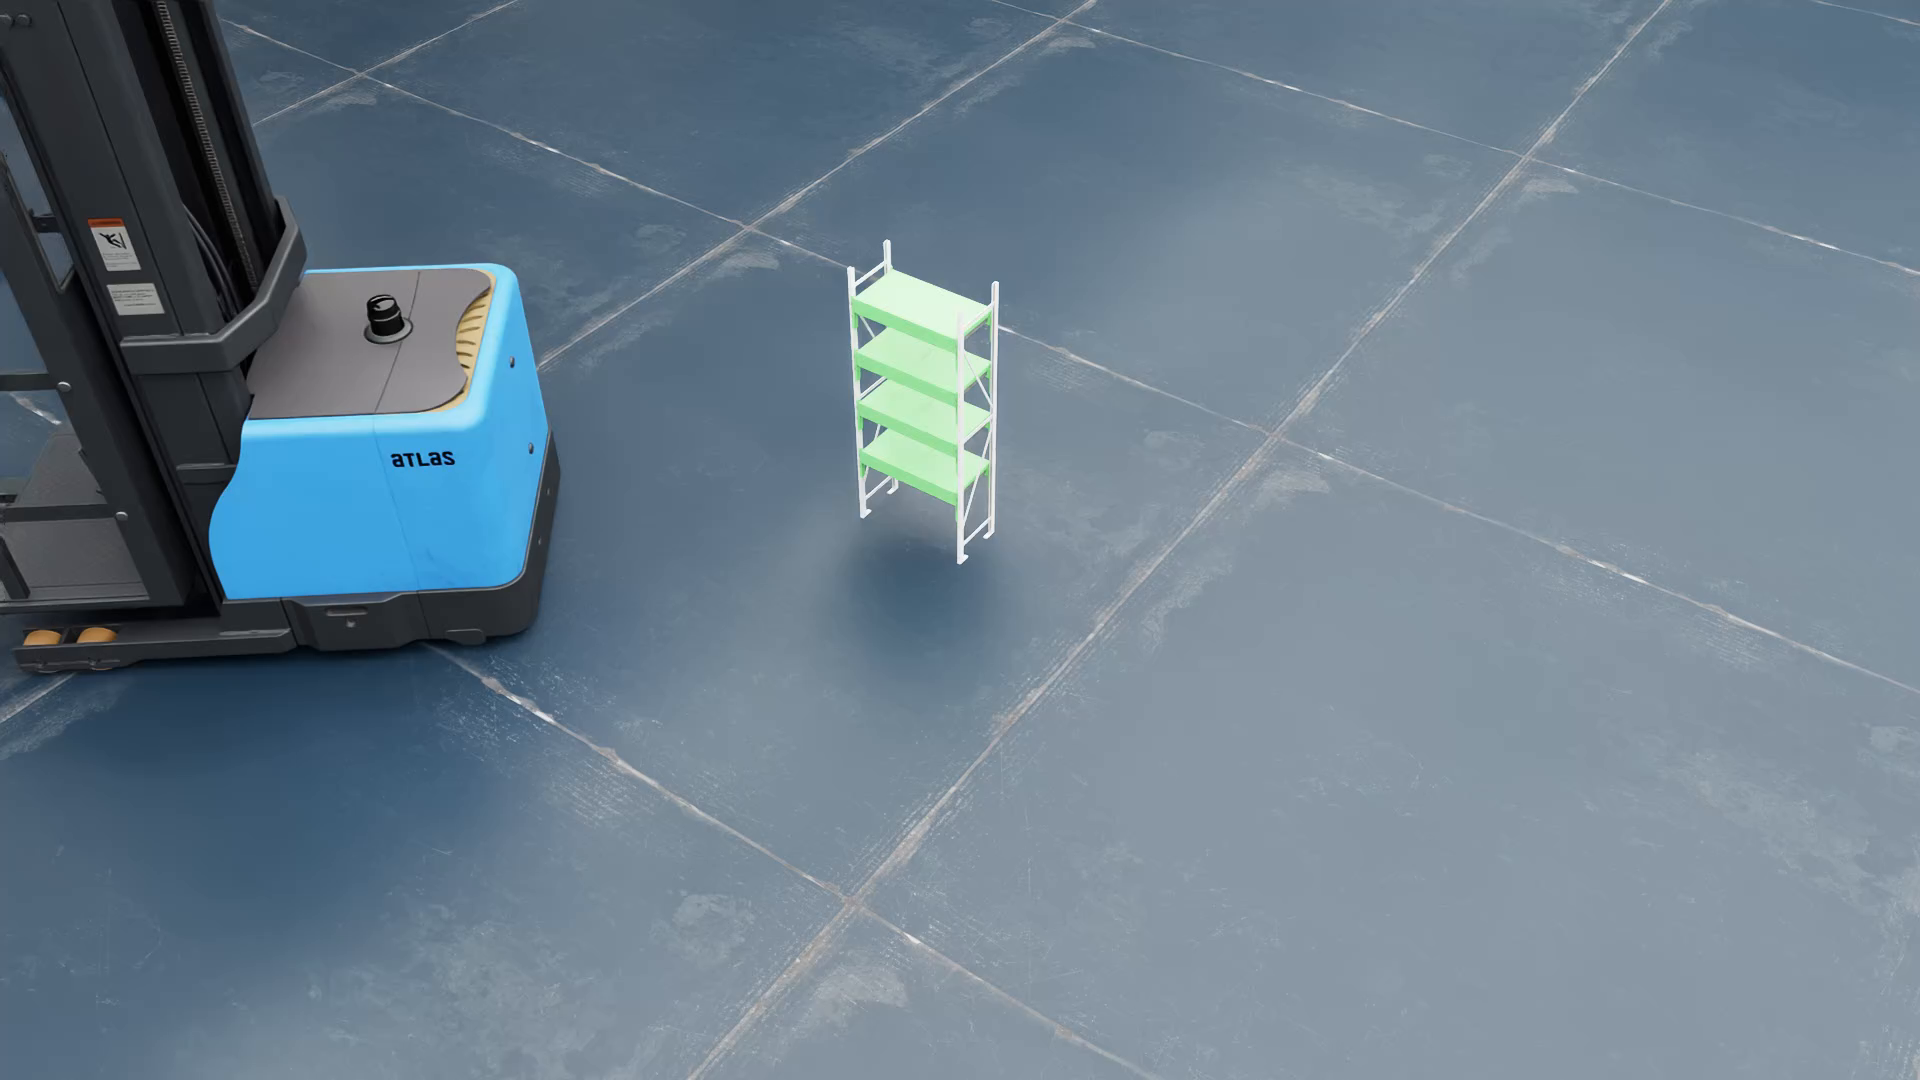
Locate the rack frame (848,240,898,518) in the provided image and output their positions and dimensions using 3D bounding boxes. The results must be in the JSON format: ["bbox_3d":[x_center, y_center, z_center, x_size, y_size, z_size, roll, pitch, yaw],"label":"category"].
[{"bbox_3d":[-0.335,-0.604,6.525,0.015,1.200,0.240,25,48,25],"label":"rack frame"}]

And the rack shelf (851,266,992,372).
[{"bbox_3d":[-0.136,-0.821,6.143,0.480,0.148,0.258,25,48,25],"label":"rack shelf"}]

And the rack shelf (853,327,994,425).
[{"bbox_3d":[-0.136,-0.642,6.303,0.480,0.148,0.258,25,48,25],"label":"rack shelf"}]

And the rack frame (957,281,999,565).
[{"bbox_3d":[0.064,-0.417,6.316,0.015,1.200,0.240,25,48,25],"label":"rack frame"}]

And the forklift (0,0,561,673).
[{"bbox_3d":[-3.150,-0.963,5.629,3.031,2.935,1.130,-3,42,-3],"label":"forklift"}]

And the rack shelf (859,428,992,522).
[{"bbox_3d":[-0.136,-0.284,6.623,0.480,0.148,0.258,25,48,25],"label":"rack shelf"}]

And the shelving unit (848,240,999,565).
[{"bbox_3d":[-0.136,-0.511,6.421,0.503,1.200,0.258,25,48,25],"label":"shelving unit"}]

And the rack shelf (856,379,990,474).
[{"bbox_3d":[-0.136,-0.463,6.463,0.480,0.148,0.258,25,48,25],"label":"rack shelf"}]
